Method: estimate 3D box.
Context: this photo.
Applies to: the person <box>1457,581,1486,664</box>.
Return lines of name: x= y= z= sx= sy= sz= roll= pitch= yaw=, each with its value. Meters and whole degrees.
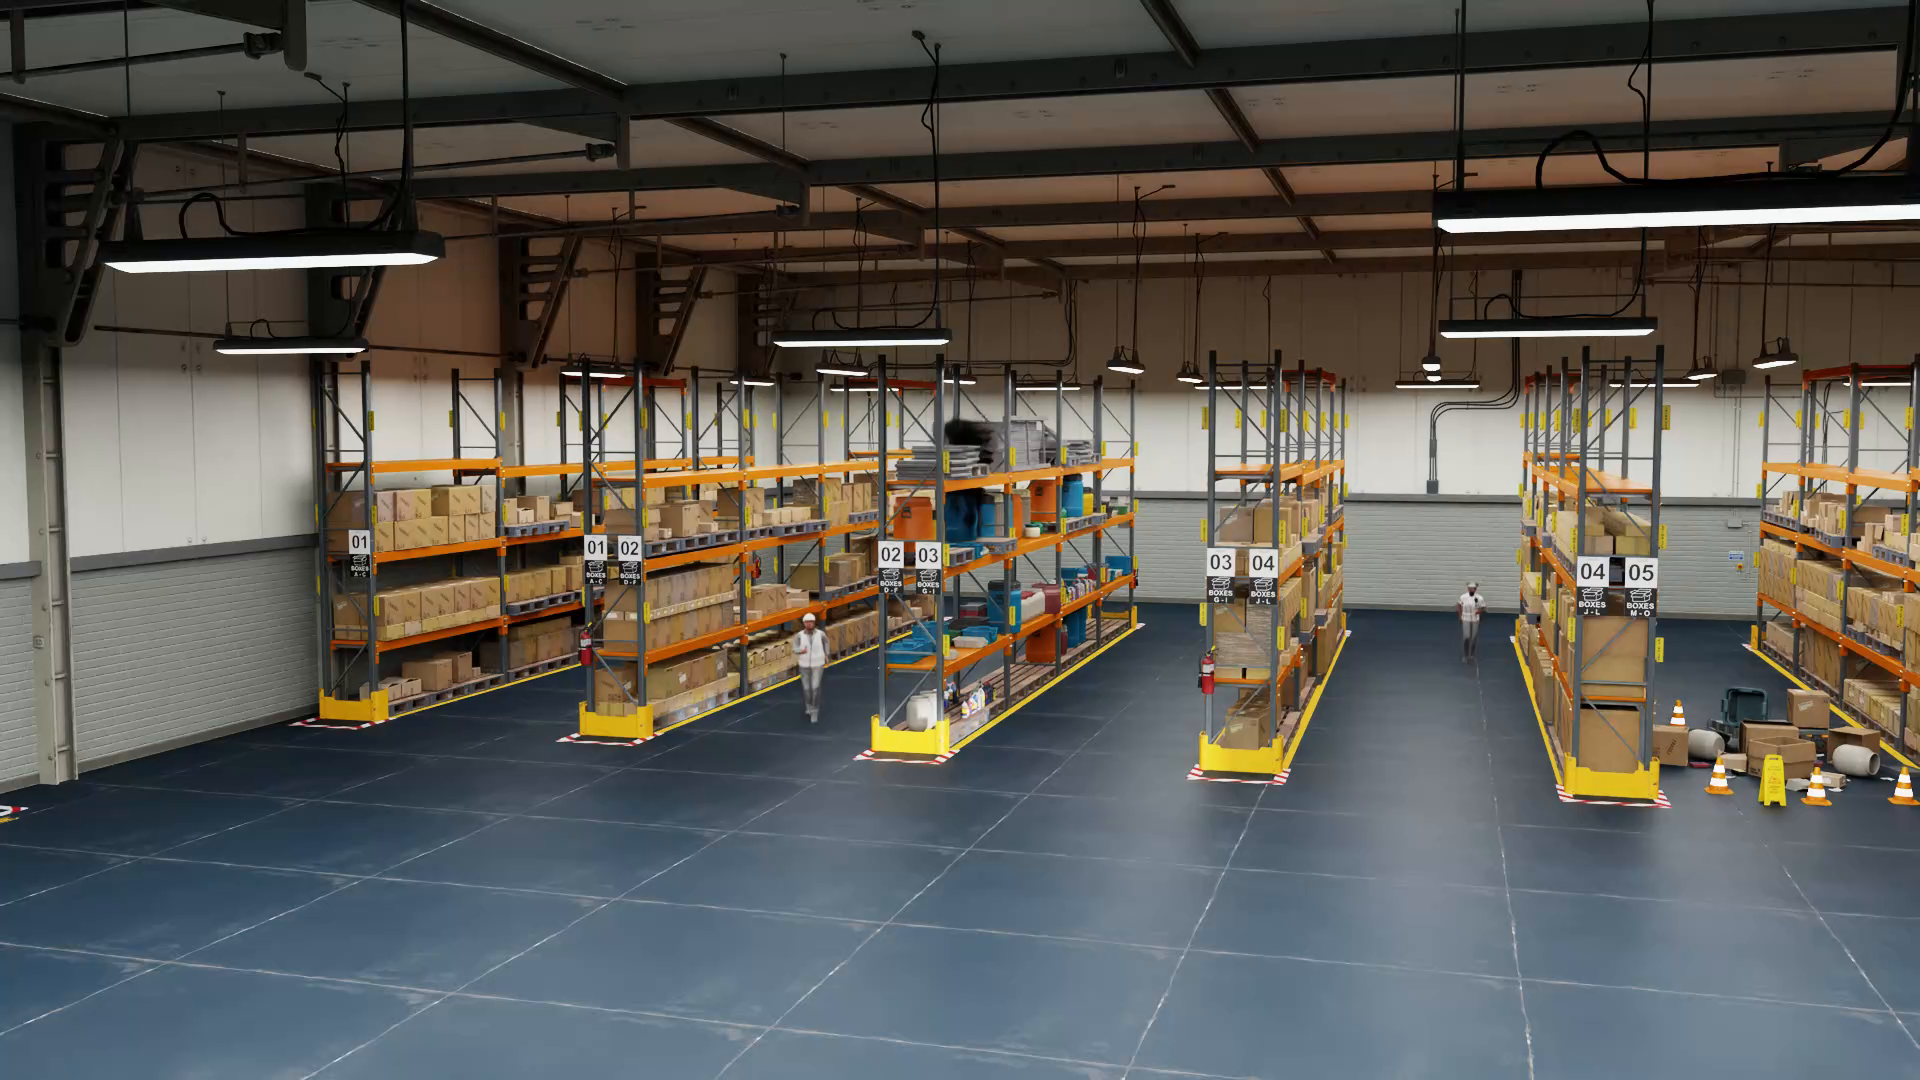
person: x=10.606 y=1.714 z=34.469 sx=0.557 sy=1.741 sz=0.731 roll=1 pitch=4 yaw=14

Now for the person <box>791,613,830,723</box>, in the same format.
person: x=-2.502 y=2.129 z=27.838 sx=0.602 sy=1.833 sz=0.849 roll=0 pitch=4 yaw=3
